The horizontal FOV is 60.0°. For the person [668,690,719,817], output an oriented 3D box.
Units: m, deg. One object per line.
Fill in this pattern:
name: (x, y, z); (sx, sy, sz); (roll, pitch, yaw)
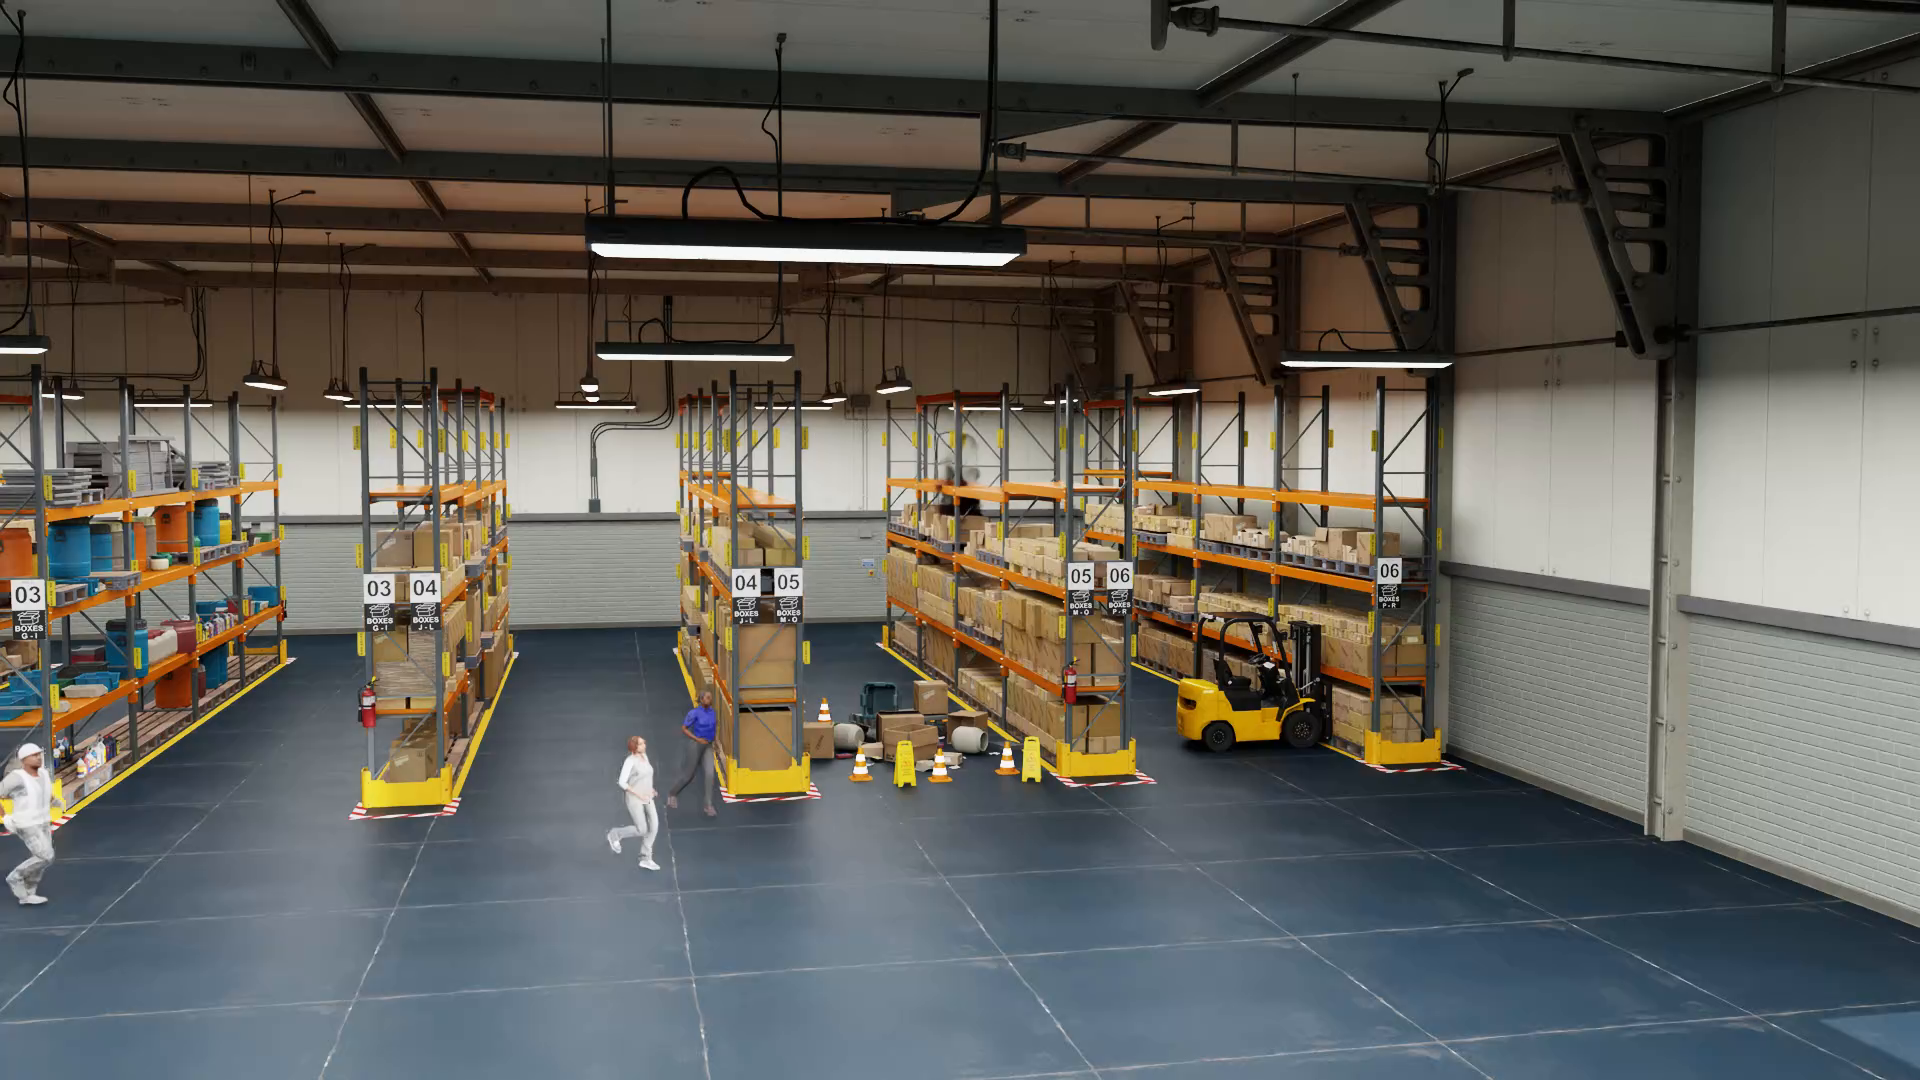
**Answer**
person: (-3.479, 2.842, 22.435); (0.662, 1.637, 0.921); (-3, 5, -44)

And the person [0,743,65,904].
person: (-9.956, 3.063, 17.912); (0.590, 1.744, 0.692); (0, 3, 6)

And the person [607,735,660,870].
person: (-3.816, 3.070, 19.550); (0.691, 1.575, 0.546); (2, 4, 24)
